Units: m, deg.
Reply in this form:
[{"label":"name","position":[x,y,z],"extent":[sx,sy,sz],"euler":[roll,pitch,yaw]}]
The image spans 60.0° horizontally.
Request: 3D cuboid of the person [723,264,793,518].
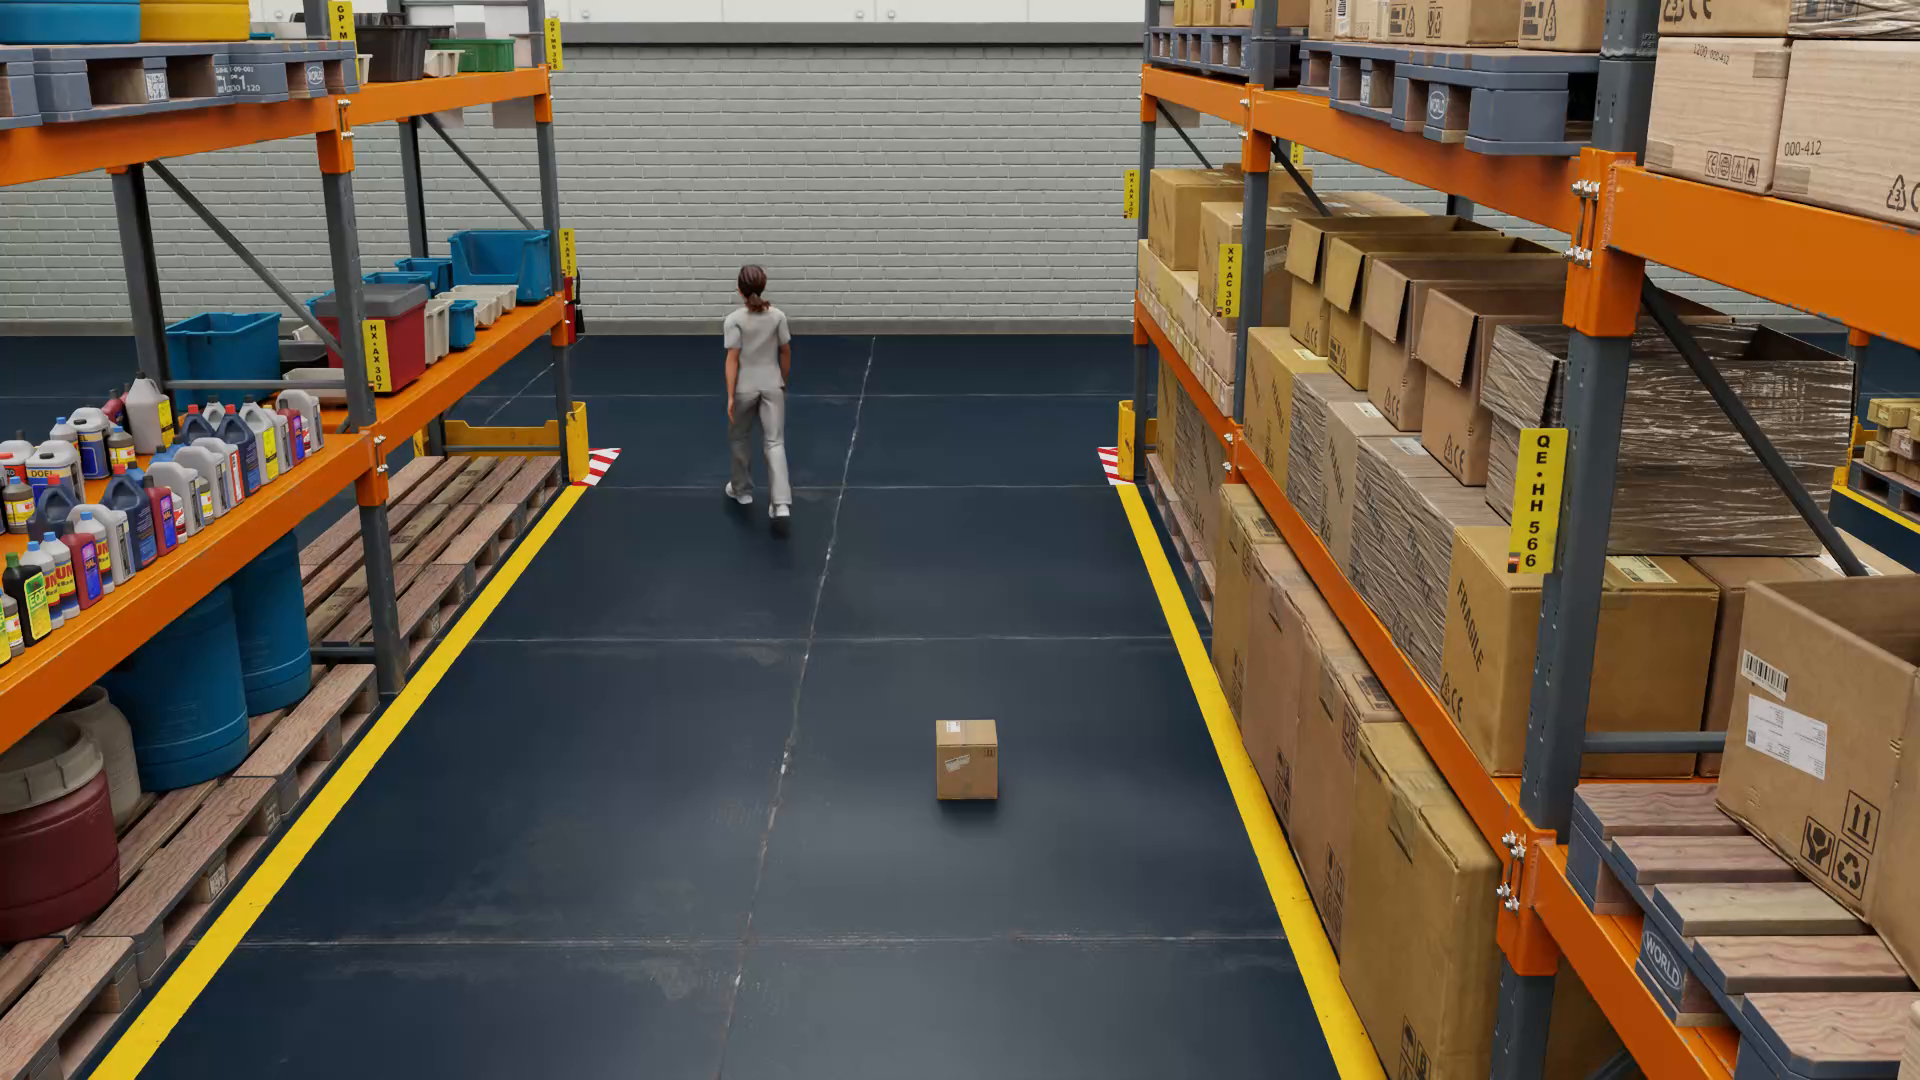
[{"label":"person","position":[-1.296,-0.960,10.655],"extent":[0.459,1.625,1.013],"euler":[-6,18,-19]}]
